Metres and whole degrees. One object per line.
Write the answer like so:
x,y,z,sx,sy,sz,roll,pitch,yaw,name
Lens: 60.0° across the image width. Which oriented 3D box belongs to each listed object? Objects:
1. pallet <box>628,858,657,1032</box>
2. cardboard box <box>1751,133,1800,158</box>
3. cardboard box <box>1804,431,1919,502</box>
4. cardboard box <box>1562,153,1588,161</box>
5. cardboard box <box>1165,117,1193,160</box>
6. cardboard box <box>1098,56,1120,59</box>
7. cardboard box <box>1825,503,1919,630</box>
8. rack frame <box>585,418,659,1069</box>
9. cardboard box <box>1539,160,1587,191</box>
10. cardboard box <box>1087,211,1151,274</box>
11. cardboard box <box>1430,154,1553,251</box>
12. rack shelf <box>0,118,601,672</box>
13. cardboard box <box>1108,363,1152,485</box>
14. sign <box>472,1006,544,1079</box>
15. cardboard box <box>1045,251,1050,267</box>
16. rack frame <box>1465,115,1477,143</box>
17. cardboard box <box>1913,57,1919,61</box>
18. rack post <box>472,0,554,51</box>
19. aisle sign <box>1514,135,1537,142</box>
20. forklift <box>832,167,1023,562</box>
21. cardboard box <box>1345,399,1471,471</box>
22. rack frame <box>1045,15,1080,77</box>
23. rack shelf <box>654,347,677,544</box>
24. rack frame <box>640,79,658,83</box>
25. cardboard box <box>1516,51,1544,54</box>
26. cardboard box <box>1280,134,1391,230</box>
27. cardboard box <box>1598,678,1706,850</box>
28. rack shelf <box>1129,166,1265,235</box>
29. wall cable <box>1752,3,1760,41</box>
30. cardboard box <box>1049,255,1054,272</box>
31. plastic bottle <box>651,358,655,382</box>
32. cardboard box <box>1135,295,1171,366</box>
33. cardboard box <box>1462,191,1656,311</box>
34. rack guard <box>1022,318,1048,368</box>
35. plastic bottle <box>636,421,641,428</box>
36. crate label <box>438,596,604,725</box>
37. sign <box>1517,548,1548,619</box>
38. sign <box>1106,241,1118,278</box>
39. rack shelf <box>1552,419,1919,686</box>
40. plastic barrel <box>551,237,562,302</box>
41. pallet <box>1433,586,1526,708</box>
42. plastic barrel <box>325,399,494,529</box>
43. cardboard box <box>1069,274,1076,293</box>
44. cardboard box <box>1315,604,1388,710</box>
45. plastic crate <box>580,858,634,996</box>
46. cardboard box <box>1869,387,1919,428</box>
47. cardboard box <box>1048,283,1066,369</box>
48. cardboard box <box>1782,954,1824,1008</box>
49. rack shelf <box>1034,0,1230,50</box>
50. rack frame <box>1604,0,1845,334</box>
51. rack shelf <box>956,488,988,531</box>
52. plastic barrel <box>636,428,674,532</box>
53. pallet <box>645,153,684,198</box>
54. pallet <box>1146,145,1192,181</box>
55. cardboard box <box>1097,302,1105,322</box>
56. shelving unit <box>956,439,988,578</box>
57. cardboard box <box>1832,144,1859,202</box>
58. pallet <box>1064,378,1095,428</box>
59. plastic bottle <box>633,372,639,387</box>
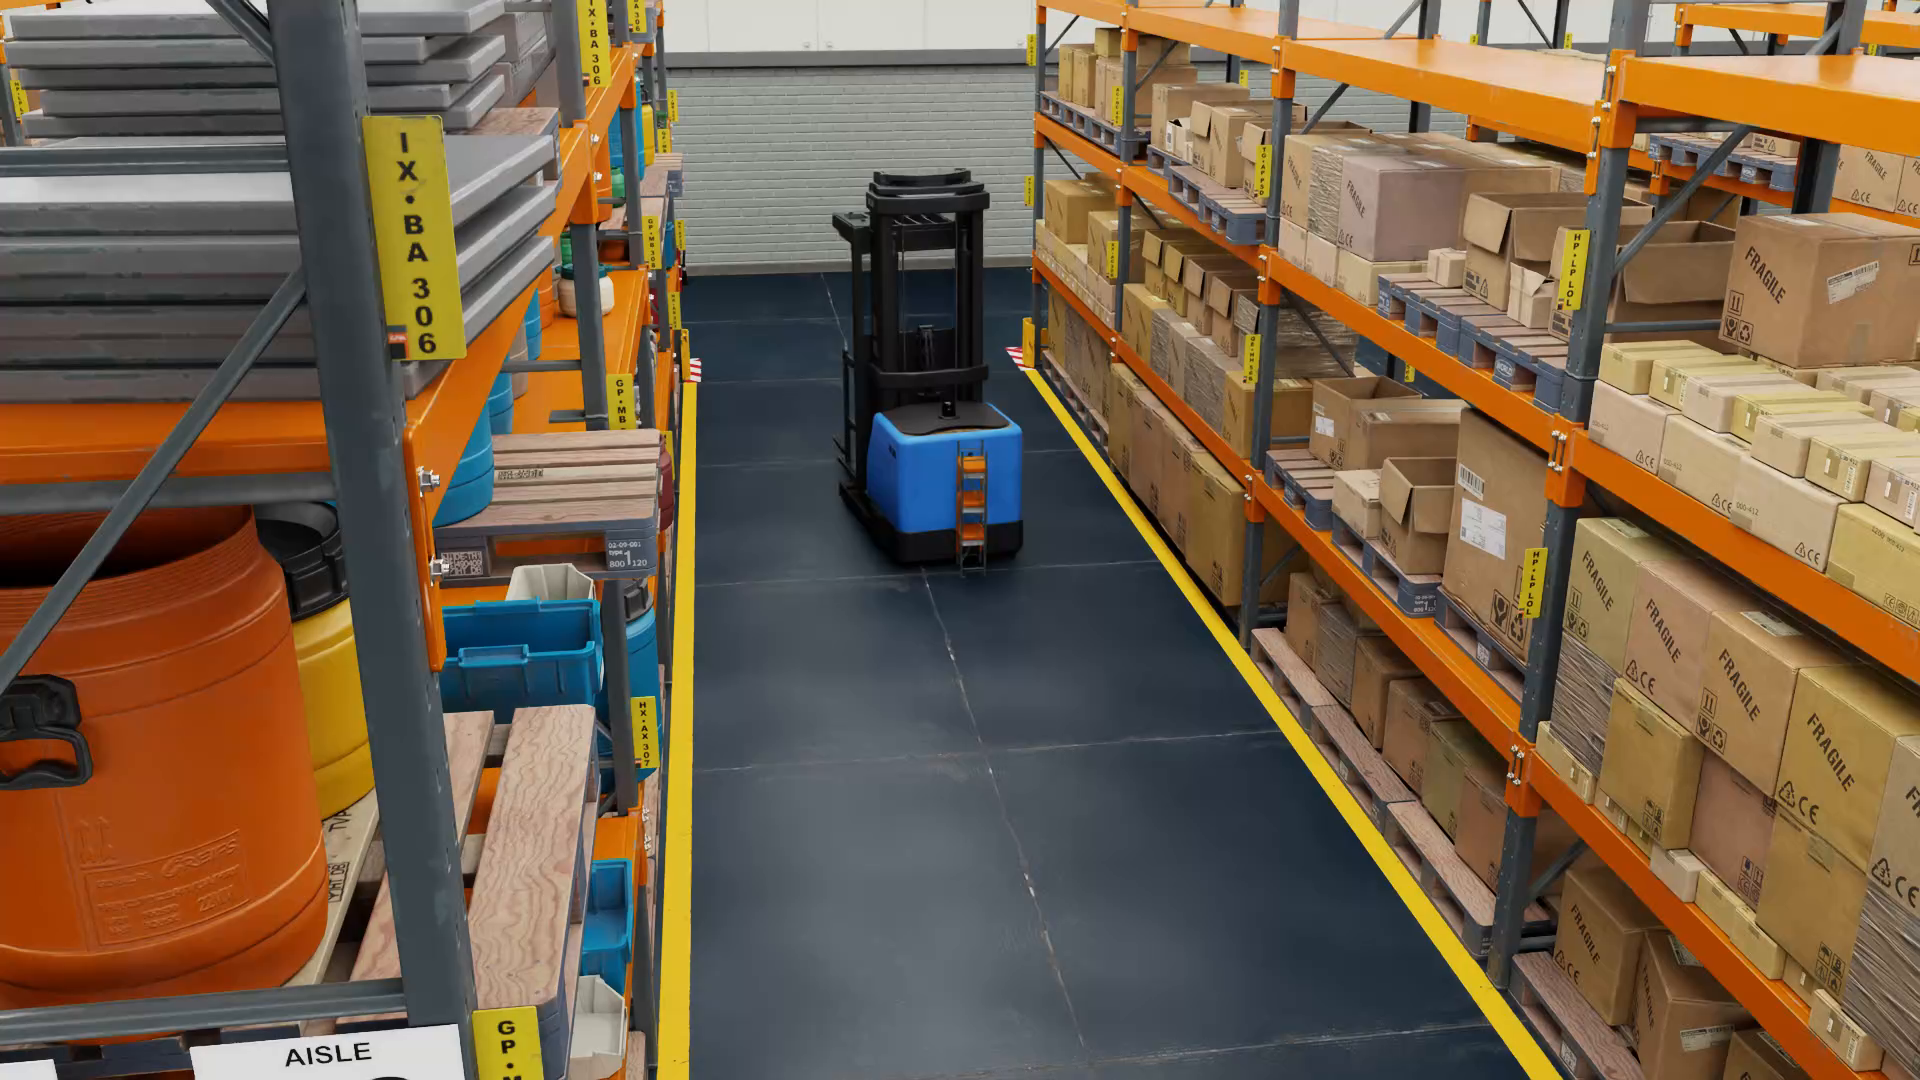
-2.002,1.989,8.088,1.003,0.211,1.213,-3,21,-8,pallet
6.913,-3.391,13.473,0.797,0.503,0.637,-3,21,-8,cardboard box
3.018,-0.241,5.432,0.380,0.149,0.250,-3,21,-9,cardboard box
6.713,-3.821,17.661,0.500,0.500,0.500,-2,21,-5,cardboard box
1.967,-3.243,13.351,0.500,0.311,0.500,-4,21,-10,cardboard box
1.717,-4.405,16.050,0.700,0.500,0.500,-2,21,-5,cardboard box
3.088,0.074,5.157,0.500,0.250,0.500,-3,21,-9,cardboard box
-1.851,0.953,6.878,1.000,3.000,0.127,-3,21,-8,rack frame
6.255,-3.621,17.126,0.500,0.500,0.500,-4,21,-9,cardboard box
1.499,-2.807,15.661,0.500,0.500,0.500,-3,21,-7,cardboard box
2.931,-1.866,9.281,0.500,0.500,0.500,-3,21,-7,cardboard box
-1.562,-0.641,4.170,1.077,0.370,4.000,-3,21,-8,rack shelf
2.010,-1.048,14.670,1.225,0.875,0.875,-3,21,-8,cardboard box
-0.729,0.902,2.714,0.100,0.325,0.005,-3,21,-8,sign
-2.849,-0.911,11.724,10.414,0.500,11.691,-3,21,-9,cardboard box
6.244,-3.667,19.247,1.000,3.000,0.127,-3,21,-8,rack frame
11.281,-5.379,19.014,0.500,0.250,0.500,-5,21,-13,cardboard box
-2.231,-2.628,7.606,0.935,0.934,2.738,-3,21,-8,rack post
6.530,-4.925,18.900,0.394,0.787,0.004,-3,21,-8,aisle sign
-0.426,-1.684,14.035,1.130,2.935,3.031,-6,21,-16,forklift
2.771,-0.552,10.165,0.700,0.500,0.500,0,20,0,cardboard box
1.324,-6.262,17.622,0.949,2.616,0.053,-3,21,-8,rack frame
-2.715,-0.788,12.566,1.077,0.370,4.000,-3,21,-8,rack shelf
-3.577,-6.012,16.953,0.949,2.616,0.053,-3,21,-8,rack frame
6.084,-5.210,18.021,0.380,0.149,0.250,-2,21,-6,cardboard box
2.287,-2.192,10.154,0.500,0.500,0.500,-3,21,-7,cardboard box
3.236,0.963,5.569,0.875,1.000,2.500,-3,21,-8,cardboard box
2.186,-2.534,12.676,0.919,0.124,3.809,-3,21,-8,rack shelf
10.773,-8.754,24.293,2.355,3.000,0.029,-3,21,-8,wall cable
1.160,-2.927,17.624,0.380,0.149,0.250,-3,21,-9,cardboard box
-2.502,-1.338,13.188,0.152,0.276,0.135,-3,21,-8,plastic bottle
1.790,-1.768,14.019,0.500,0.500,0.500,-3,21,-8,cardboard box
2.944,-1.441,8.253,0.797,0.503,0.637,-2,21,-6,cardboard box
1.317,-2.289,19.130,1.175,0.500,0.348,-3,21,-8,rack guard
-2.236,-0.700,11.481,0.152,0.276,0.135,-3,21,-8,plastic bottle
-1.217,0.338,4.451,0.502,0.251,0.408,-3,21,-8,crate label
2.502,0.190,7.266,0.100,0.325,0.005,-3,21,-8,sign
1.349,-2.481,14.721,0.100,0.325,0.005,-3,21,-8,sign
3.339,0.327,5.294,1.077,0.370,4.000,-3,21,-8,rack shelf
-2.523,-1.777,9.183,0.600,0.901,0.600,0,20,0,plastic barrel
3.085,0.521,8.308,1.003,0.211,1.213,-3,21,-8,pallet
-1.813,-0.534,5.255,0.600,0.901,0.708,-3,21,-8,plastic barrel
1.308,-2.571,16.672,0.380,0.149,0.250,-3,21,-7,cardboard box
2.683,0.705,10.484,0.700,0.500,0.500,-5,21,-12,cardboard box
-1.422,1.392,5.915,0.499,0.251,0.616,-3,21,-8,plastic crate
3.519,-0.447,5.983,0.380,0.149,0.250,-4,21,-9,cardboard box
1.492,-2.436,18.387,0.875,0.875,0.875,-3,21,-8,cardboard box
3.094,1.513,5.736,0.380,0.149,0.250,-3,21,-8,cardboard box
1.609,-5.045,15.963,1.077,0.370,4.000,-3,21,-8,rack shelf
3.054,-2.107,6.497,0.949,2.616,0.053,-3,21,-8,rack frame
0.090,-0.232,12.843,0.215,0.259,0.240,-2,25,-7,rack shelf
-2.060,-0.350,10.173,0.600,0.536,0.708,-3,21,-8,plastic barrel
-2.794,-2.867,13.089,1.213,0.211,1.003,-3,21,-8,pallet
2.078,-3.067,13.628,0.805,0.209,1.217,-4,21,-10,pallet
1.492,-2.127,15.484,0.380,0.149,0.250,-3,21,-7,cardboard box
0.090,-0.241,12.838,0.215,1.050,0.252,-2,25,-7,shelving unit
6.910,-2.880,12.709,0.500,0.500,0.500,-3,21,-8,cardboard box
1.686,-1.451,17.299,1.003,0.211,1.213,-3,21,-8,pallet
-2.389,-1.111,12.473,0.144,0.351,0.185,-3,21,-8,plastic bottle
